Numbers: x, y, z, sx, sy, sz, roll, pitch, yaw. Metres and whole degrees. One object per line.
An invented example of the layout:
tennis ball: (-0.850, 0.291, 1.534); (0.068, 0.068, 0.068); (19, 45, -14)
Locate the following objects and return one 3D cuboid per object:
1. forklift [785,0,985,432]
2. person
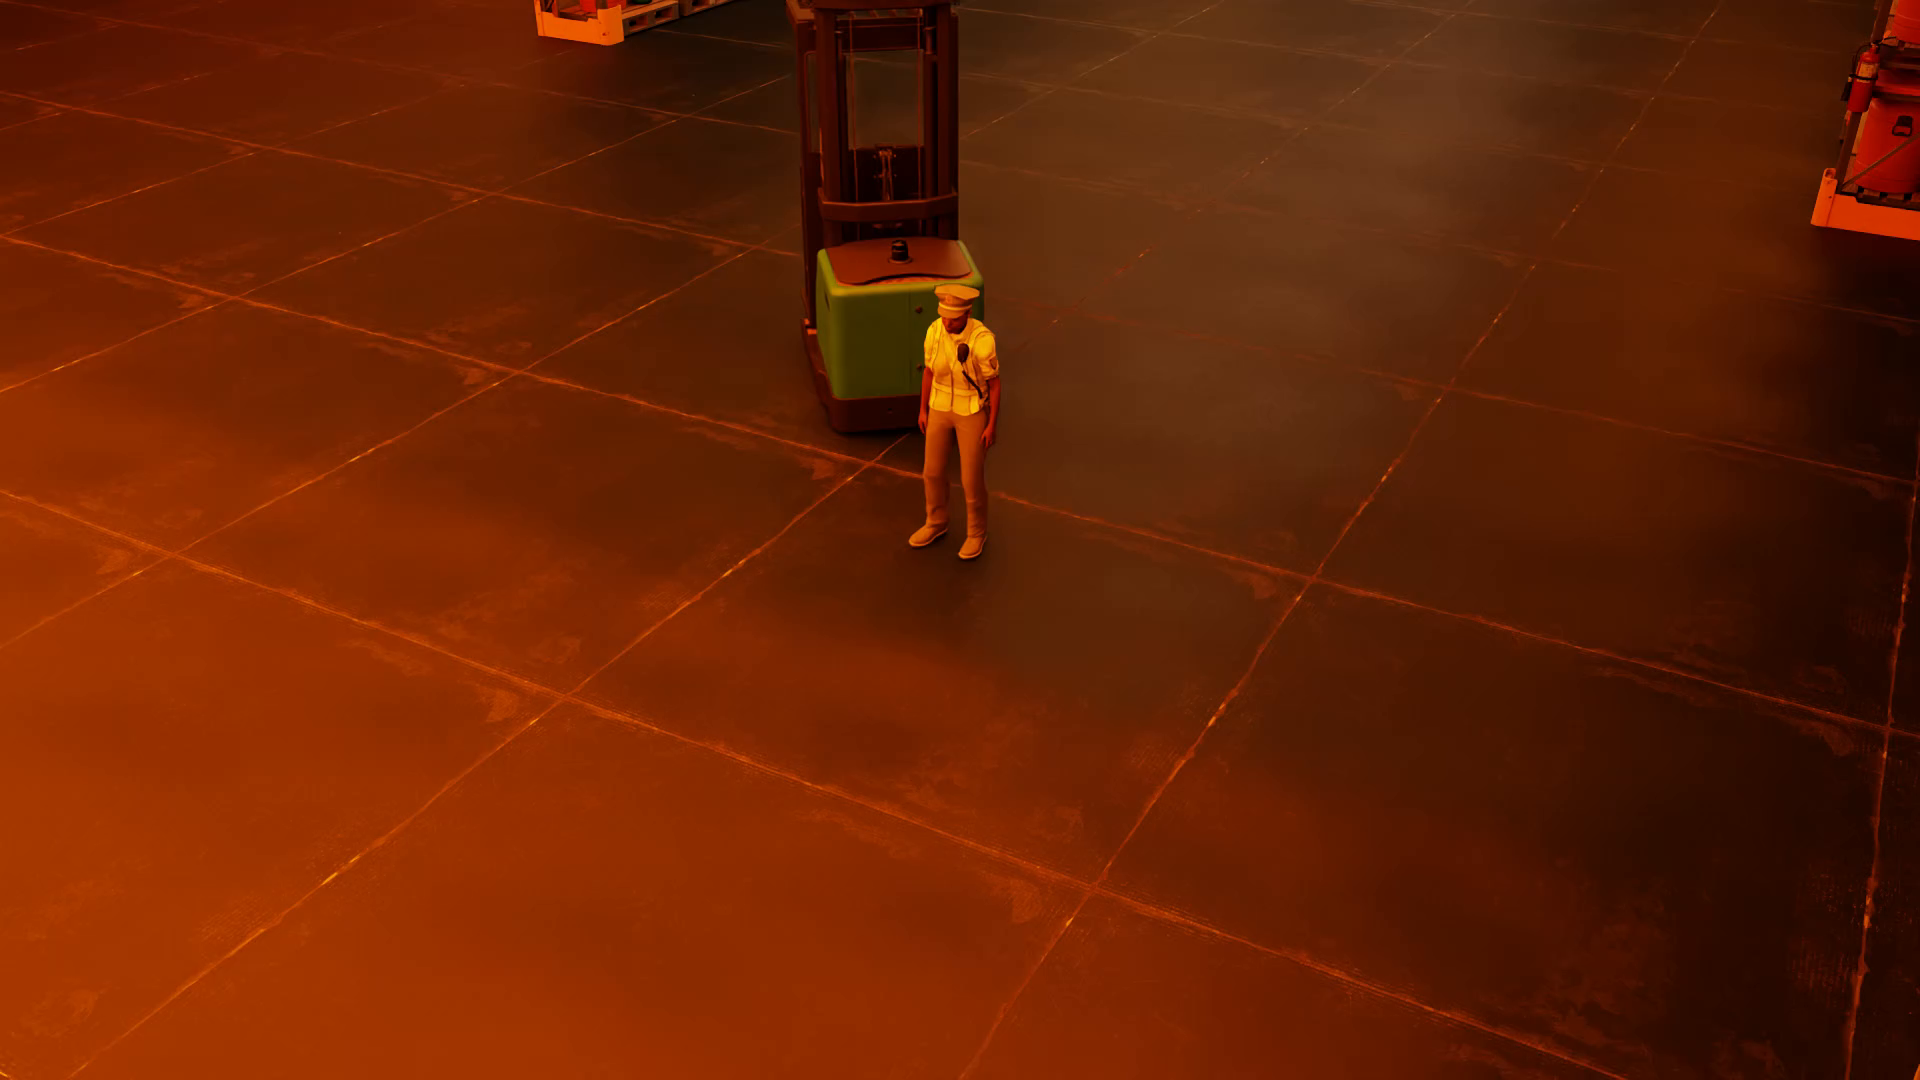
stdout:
forklift: (-0.600, -2.710, 11.767); (1.130, 2.935, 3.031); (-5, 30, -9)
person: (-0.018, -0.701, 9.562); (0.513, 1.657, 0.393); (14, 33, 23)
